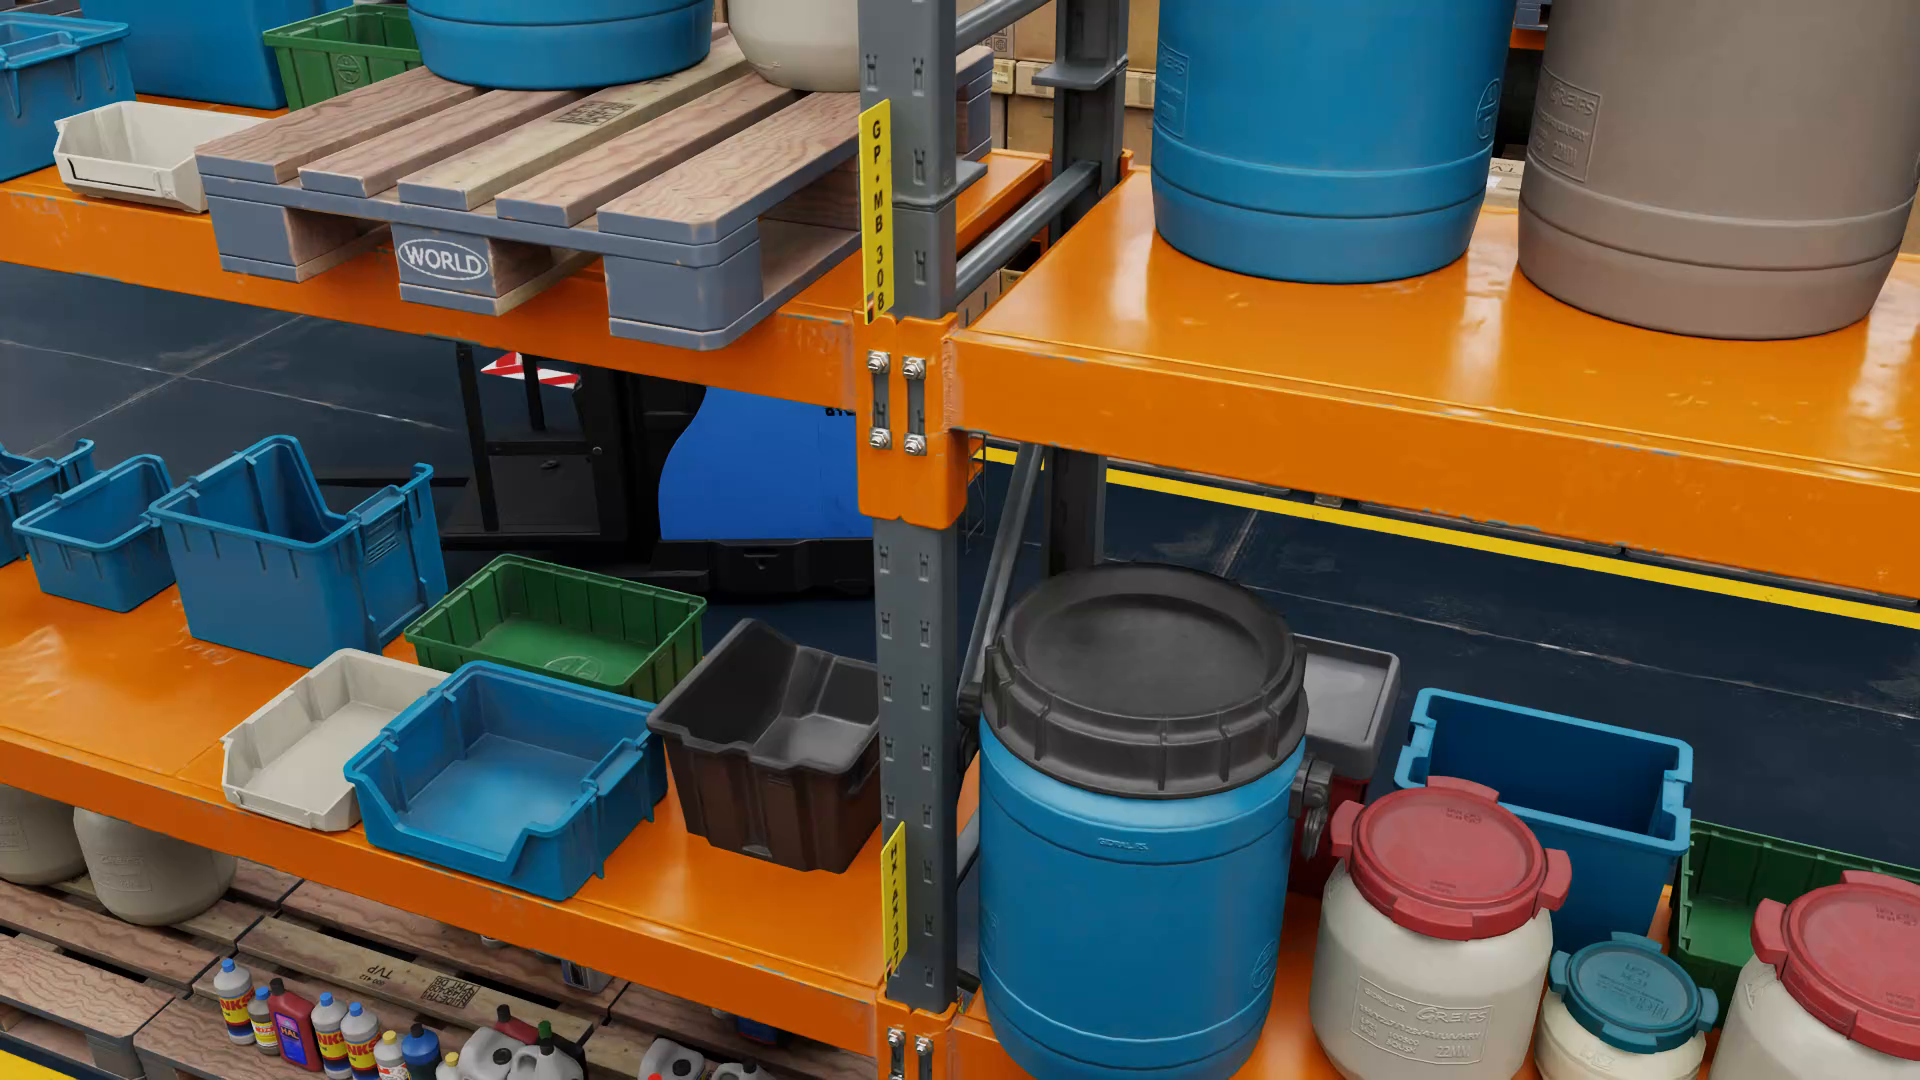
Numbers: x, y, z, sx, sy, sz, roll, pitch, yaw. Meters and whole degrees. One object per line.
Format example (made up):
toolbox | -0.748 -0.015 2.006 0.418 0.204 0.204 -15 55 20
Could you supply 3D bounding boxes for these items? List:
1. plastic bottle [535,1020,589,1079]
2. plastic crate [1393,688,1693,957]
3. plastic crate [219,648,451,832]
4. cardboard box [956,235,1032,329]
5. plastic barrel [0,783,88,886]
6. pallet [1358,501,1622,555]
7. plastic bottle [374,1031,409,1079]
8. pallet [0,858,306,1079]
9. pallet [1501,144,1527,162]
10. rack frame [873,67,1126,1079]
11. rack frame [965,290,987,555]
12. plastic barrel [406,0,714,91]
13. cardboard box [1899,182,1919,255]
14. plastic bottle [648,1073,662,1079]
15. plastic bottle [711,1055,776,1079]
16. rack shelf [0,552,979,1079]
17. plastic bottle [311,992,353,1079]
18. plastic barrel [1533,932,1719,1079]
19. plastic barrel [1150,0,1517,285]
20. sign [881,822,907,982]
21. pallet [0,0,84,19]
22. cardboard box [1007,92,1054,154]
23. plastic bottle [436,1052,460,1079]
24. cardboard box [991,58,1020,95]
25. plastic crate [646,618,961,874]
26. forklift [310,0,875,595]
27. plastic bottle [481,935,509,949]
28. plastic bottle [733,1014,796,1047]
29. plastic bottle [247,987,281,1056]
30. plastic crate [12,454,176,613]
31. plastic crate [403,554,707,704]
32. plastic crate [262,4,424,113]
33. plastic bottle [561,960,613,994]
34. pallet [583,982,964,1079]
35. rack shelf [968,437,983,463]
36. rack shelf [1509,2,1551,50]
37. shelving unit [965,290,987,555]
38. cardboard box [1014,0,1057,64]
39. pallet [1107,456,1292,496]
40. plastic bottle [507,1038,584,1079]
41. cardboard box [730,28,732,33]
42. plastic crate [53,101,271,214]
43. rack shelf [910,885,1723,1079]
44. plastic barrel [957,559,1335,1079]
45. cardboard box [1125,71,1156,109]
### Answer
plastic bottle | -1.076 1.424 4.495 0.133 0.283 0.061 11 31 19
plastic crate | 1.231 0.637 3.591 0.575 0.384 0.392 11 31 19
plastic crate | -1.508 0.498 4.089 0.437 0.136 0.530 11 31 19
cardboard box | 0.053 -1.263 8.542 0.500 0.500 0.500 11 31 19
plastic barrel | -2.976 0.815 5.361 0.421 0.512 0.421 0 29 0
pallet | 2.655 -0.358 8.168 1.213 0.211 1.003 11 31 19
plastic bottle | -1.550 1.432 4.565 0.097 0.201 0.097 0 29 0
pallet | -2.776 1.187 5.435 1.213 0.211 1.003 11 31 19
pallet | 4.538 -2.592 12.122 1.213 0.211 1.003 11 31 19
rack frame | 0.092 0.568 3.697 0.127 3.000 1.000 11 31 19
rack frame | 0.071 -0.508 7.430 0.006 1.200 0.240 11 31 19
plastic barrel | -0.790 -1.372 3.145 0.708 0.901 0.600 11 31 19
cardboard box | 4.103 -1.297 6.894 0.500 0.500 0.500 10 31 16
plastic bottle | -0.791 1.506 4.282 0.185 0.351 0.144 10 31 17
plastic bottle | -0.559 1.476 4.335 0.185 0.351 0.144 11 31 19
rack shelf | -1.762 0.511 4.529 4.000 0.370 1.077 11 31 19
plastic bottle | -1.734 1.365 4.613 0.097 0.271 0.097 0 29 0
plastic barrel | 1.260 0.943 3.174 0.301 0.262 0.301 0 29 0
plastic barrel | 0.644 -0.961 2.844 0.708 0.901 0.600 11 31 19
sign | -0.126 0.696 3.189 0.005 0.325 0.100 11 31 19
pallet | -2.885 -1.198 3.965 1.213 0.211 1.003 11 31 19
cardboard box | 0.589 -2.002 8.142 0.500 0.500 0.700 12 32 20
plastic bottle | -1.360 1.470 4.497 0.097 0.201 0.097 0 29 0
cardboard box | 0.202 -2.252 7.925 0.250 0.149 0.380 12 32 21
plastic crate | -0.346 0.440 3.986 0.504 0.338 0.767 11 31 19
forklift | -1.742 -1.252 6.987 3.031 2.935 1.130 -1 29 -1
plastic bottle | -1.426 1.139 5.083 0.097 0.201 0.097 0 29 0
plastic bottle | -0.555 1.257 4.723 0.185 0.351 0.144 11 31 19
plastic bottle | -1.956 1.351 4.708 0.097 0.201 0.097 0 29 0
plastic crate | -2.439 -0.029 4.903 0.408 0.251 0.499 11 31 19
plastic crate | -1.060 0.280 4.421 0.662 0.188 0.450 11 31 19
plastic crate | -1.268 -1.062 3.747 0.450 0.188 0.336 11 31 19
plastic bottle | -1.102 1.182 4.931 0.135 0.276 0.152 11 31 19
pallet | -0.515 1.638 4.637 1.213 0.211 1.003 11 31 19
rack shelf | -0.013 -0.382 7.540 0.180 0.103 0.258 11 31 19
rack shelf | 5.670 -3.266 11.211 4.000 0.370 1.077 11 31 19
shelving unit | -0.013 -0.525 7.459 0.189 1.200 0.258 11 31 19
cardboard box | 0.611 -2.563 7.817 0.500 0.500 0.700 11 31 19
pallet | 1.236 -0.642 8.672 1.213 0.211 1.003 11 31 19
plastic bottle | -1.091 1.446 4.388 0.185 0.351 0.144 11 31 19
cardboard box | -0.783 -2.842 8.309 0.500 0.500 0.700 10 31 18
plastic crate | -1.548 -0.736 3.223 0.396 0.136 0.243 11 31 19
rack shelf | 1.945 1.251 3.220 4.000 0.370 1.077 11 31 19
plastic barrel | 0.336 0.559 3.203 0.708 0.901 0.600 11 31 19
cardboard box | 0.909 -2.111 7.675 0.250 0.149 0.380 11 31 19
